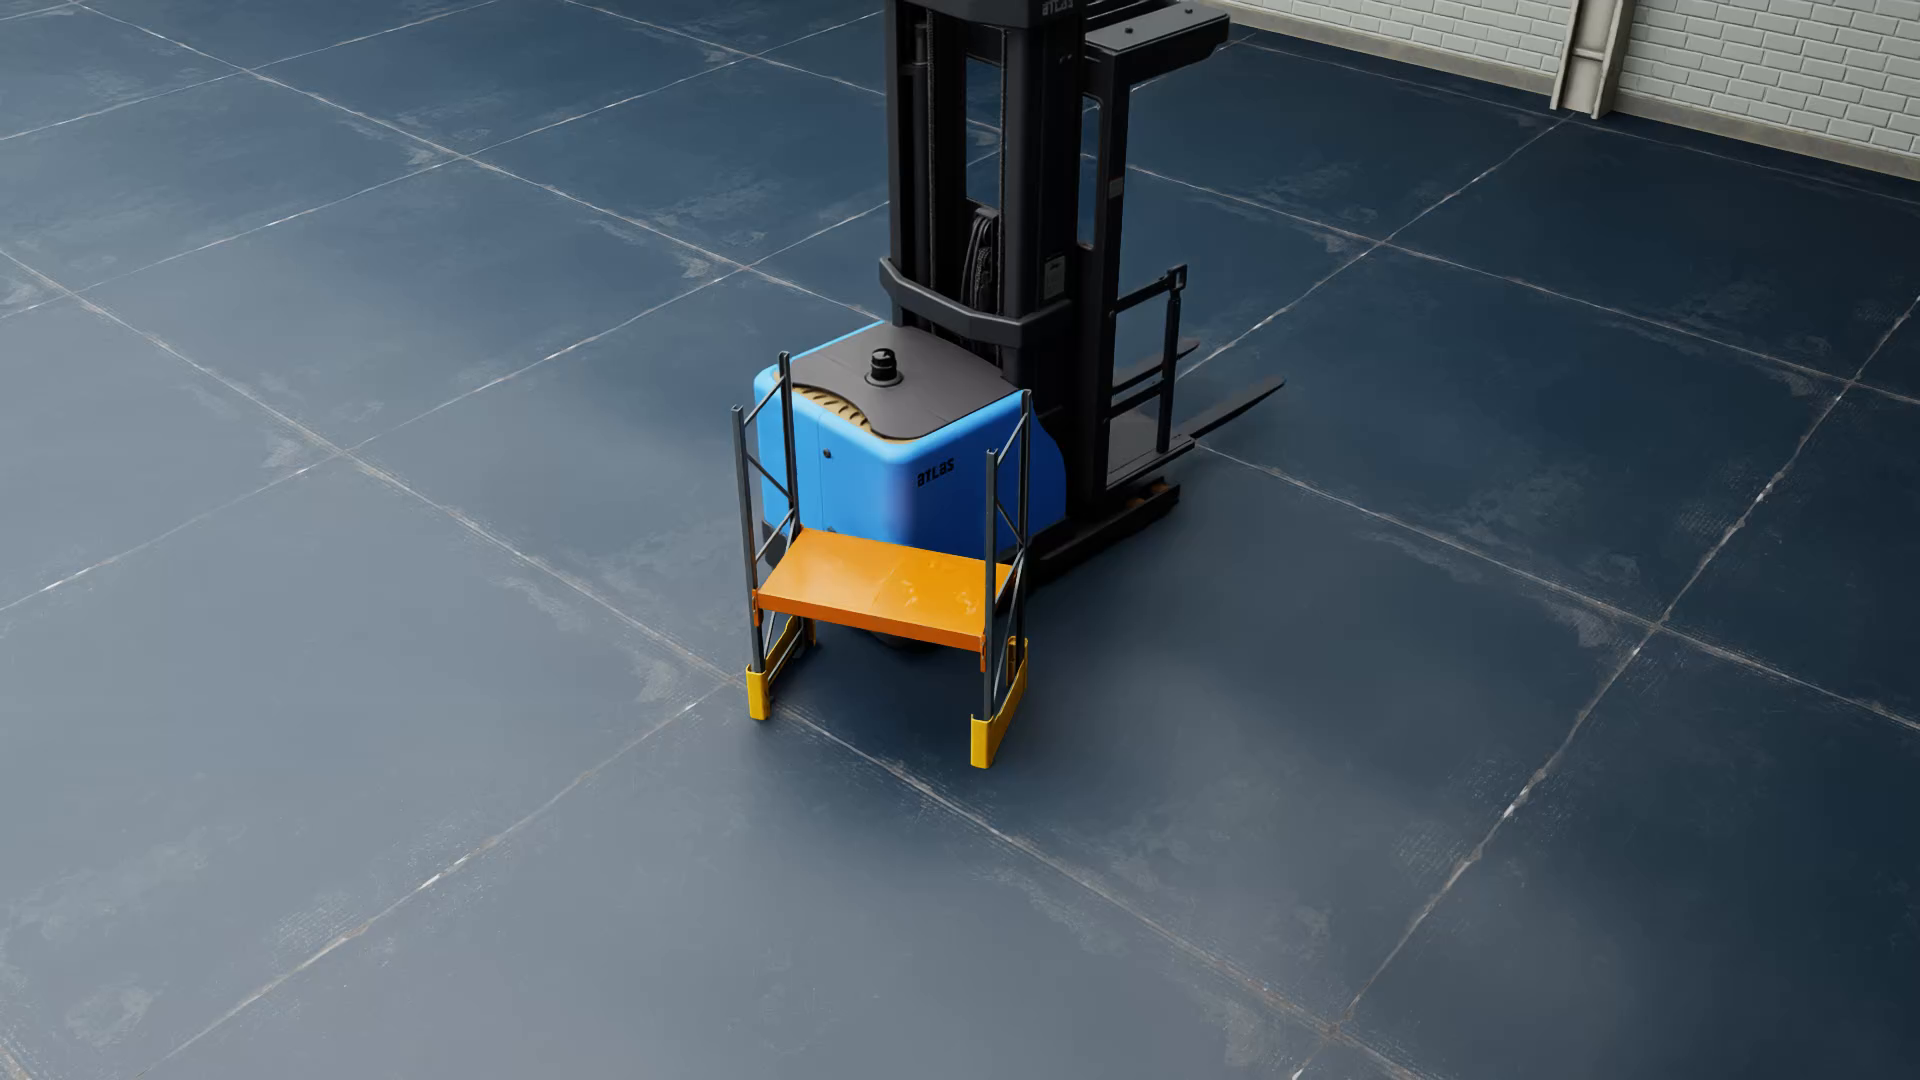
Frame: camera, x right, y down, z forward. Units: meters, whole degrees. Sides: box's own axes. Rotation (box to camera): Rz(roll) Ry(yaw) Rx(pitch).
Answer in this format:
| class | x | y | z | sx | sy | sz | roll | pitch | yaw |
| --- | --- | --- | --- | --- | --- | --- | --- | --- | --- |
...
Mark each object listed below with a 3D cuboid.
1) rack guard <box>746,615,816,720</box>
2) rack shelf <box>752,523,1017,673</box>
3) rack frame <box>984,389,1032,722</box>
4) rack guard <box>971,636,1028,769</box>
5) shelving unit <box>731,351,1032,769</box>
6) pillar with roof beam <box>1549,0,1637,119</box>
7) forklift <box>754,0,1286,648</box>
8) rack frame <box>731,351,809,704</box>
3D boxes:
| class | x | y | z | sx | sy | sz | roll | pitch | yaw |
| --- | --- | --- | --- | --- | --- | --- | --- | --- | --- |
| rack guard | -0.779 | 0.507 | 7.291 | 0.087 | 0.250 | 0.587 | 10 | 36 | 15 |
| rack shelf | -0.296 | 0.228 | 6.910 | 1.000 | 0.185 | 0.538 | 10 | 36 | 15 |
| rack frame | 0.188 | 0.169 | 6.680 | 0.032 | 1.500 | 0.500 | 10 | 36 | 15 |
| rack guard | 0.169 | 0.680 | 7.038 | 0.087 | 0.250 | 0.587 | 10 | 36 | 15 |
| shelving unit | -0.305 | 0.079 | 6.811 | 1.083 | 1.500 | 0.587 | 10 | 36 | 15 |
| pillar with roof beam | 2.197 | -5.277 | 7.985 | 0.400 | 9.000 | 9.100 | 25 | 42 | 32 |
| forklift | 0.472 | -1.450 | 7.772 | 3.031 | 2.935 | 1.130 | -28 | 44 | -35 |
| rack frame | -0.780 | -0.008 | 6.937 | 0.032 | 1.500 | 0.500 | 10 | 36 | 15 |
